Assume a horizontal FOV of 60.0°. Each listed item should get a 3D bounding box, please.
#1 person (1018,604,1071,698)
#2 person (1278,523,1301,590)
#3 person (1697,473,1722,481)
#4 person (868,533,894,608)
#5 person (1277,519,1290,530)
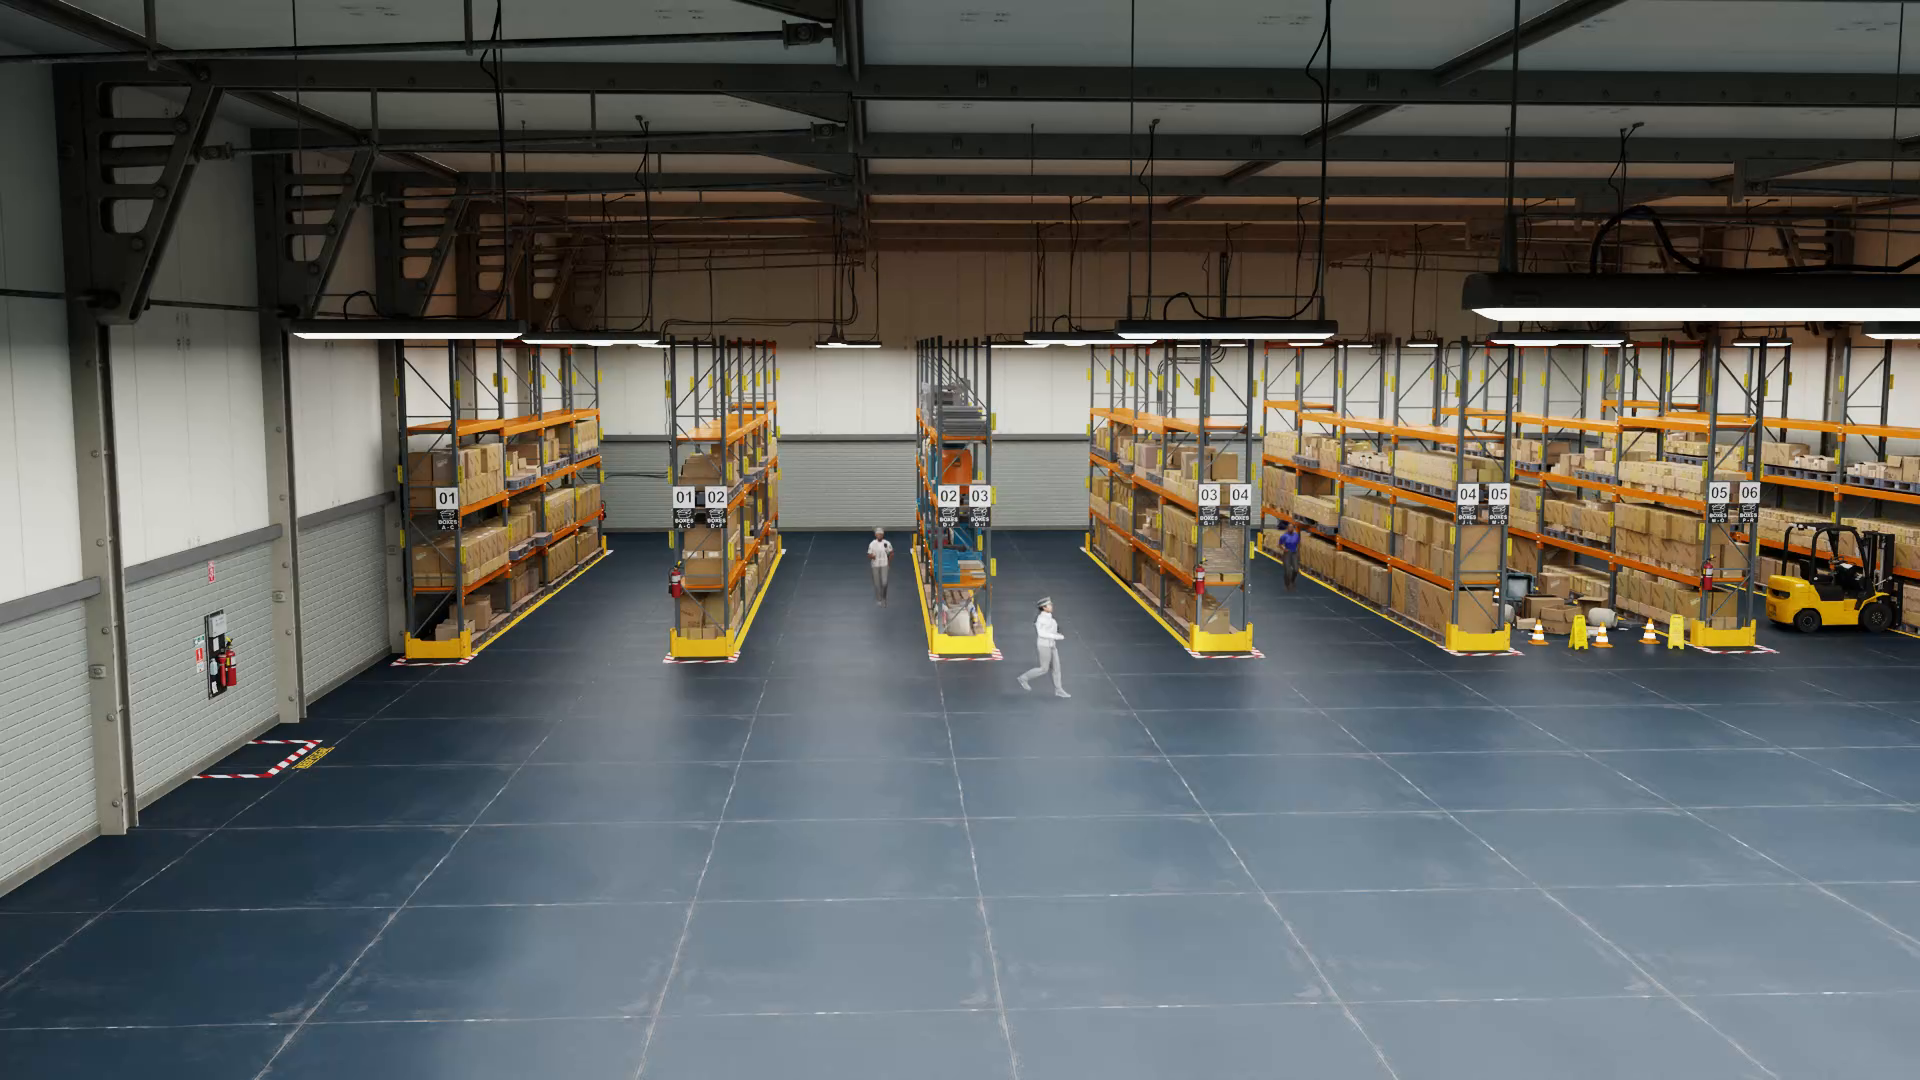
[{"bbox_3d":[1.407,1.786,27.479,0.901,1.649,0.616,2,7,16],"label":"person"},{"bbox_3d":[7.893,0.403,39.735,0.585,1.624,0.585,0,6,-3],"label":"person"},{"bbox_3d":[15.187,-0.568,40.144,3.963,3.211,15.115,-1,7,-9],"label":"person"},{"bbox_3d":[-1.686,0.625,35.384,0.561,1.696,0.597,0,6,-2],"label":"person"},{"bbox_3d":[9.630,-0.604,49.164,0.634,1.550,0.708,3,7,23],"label":"person"}]
